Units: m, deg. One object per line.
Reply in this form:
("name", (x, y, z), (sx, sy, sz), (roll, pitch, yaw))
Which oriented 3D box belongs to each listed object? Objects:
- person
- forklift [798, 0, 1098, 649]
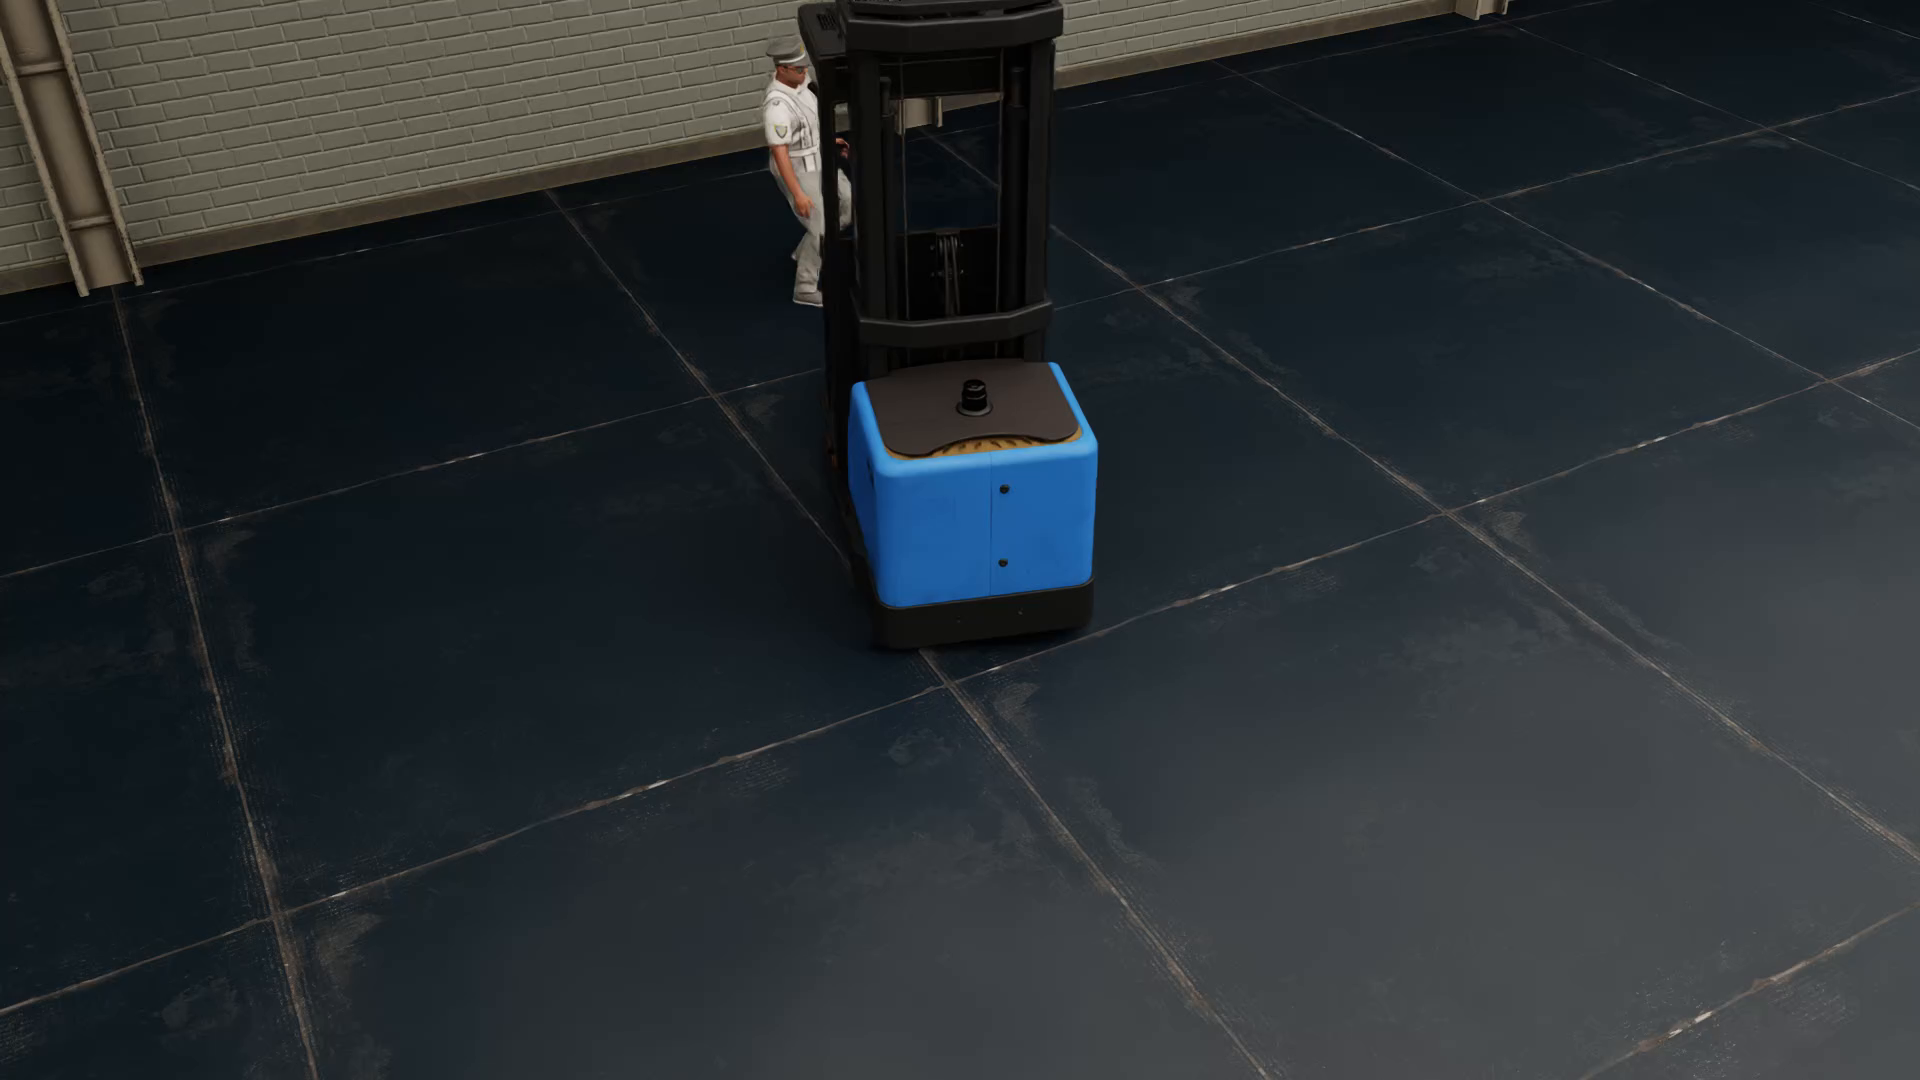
("person", (-0.960, -2.357, 10.560), (0.538, 1.648, 0.832), (11, 37, 15))
("forklift", (-0.160, -1.530, 8.287), (1.130, 2.935, 3.031), (-7, 36, -9))
